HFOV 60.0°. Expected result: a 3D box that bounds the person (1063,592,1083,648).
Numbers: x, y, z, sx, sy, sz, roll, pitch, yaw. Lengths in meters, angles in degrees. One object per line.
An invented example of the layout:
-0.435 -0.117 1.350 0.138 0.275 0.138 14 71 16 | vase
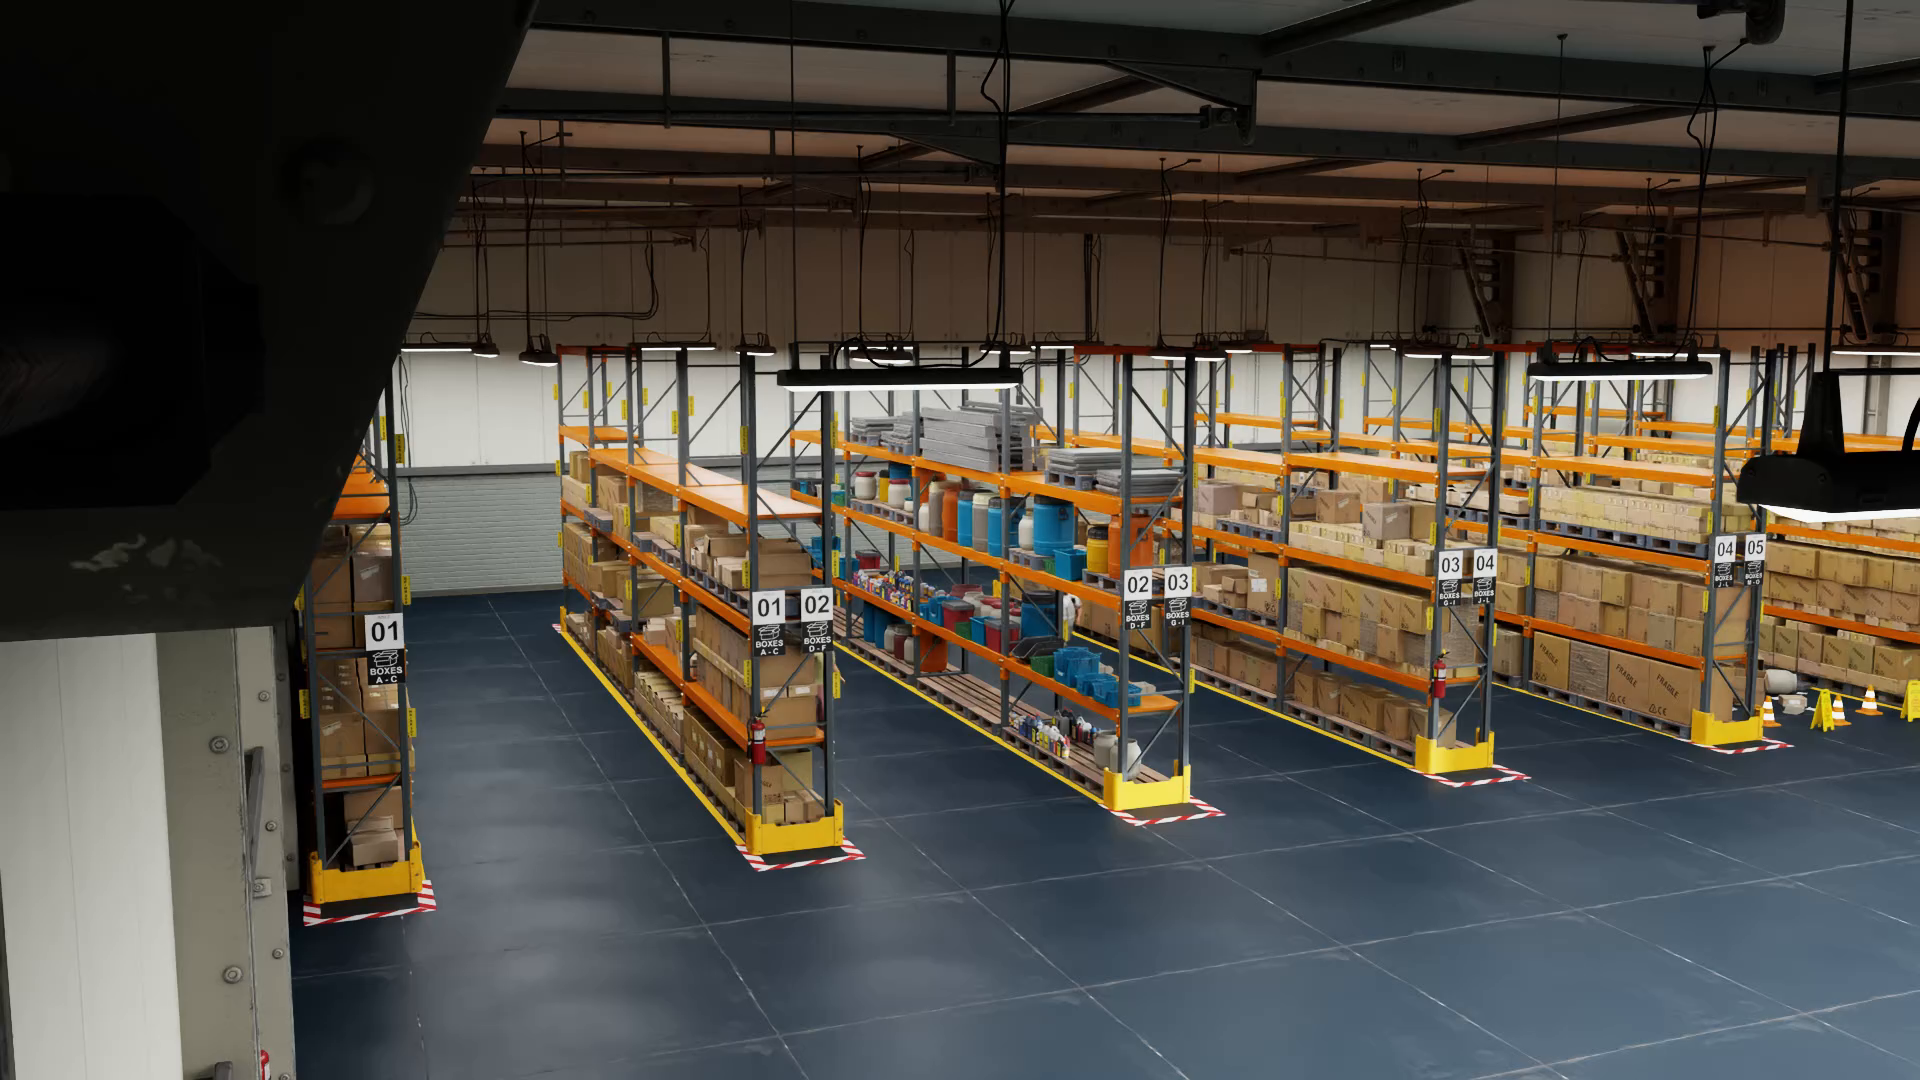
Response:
1.921 1.557 30.861 0.644 1.798 0.826 -4 8 -26 | person

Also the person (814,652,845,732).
-2.161 2.276 25.904 0.718 1.704 0.580 7 10 42 | person
